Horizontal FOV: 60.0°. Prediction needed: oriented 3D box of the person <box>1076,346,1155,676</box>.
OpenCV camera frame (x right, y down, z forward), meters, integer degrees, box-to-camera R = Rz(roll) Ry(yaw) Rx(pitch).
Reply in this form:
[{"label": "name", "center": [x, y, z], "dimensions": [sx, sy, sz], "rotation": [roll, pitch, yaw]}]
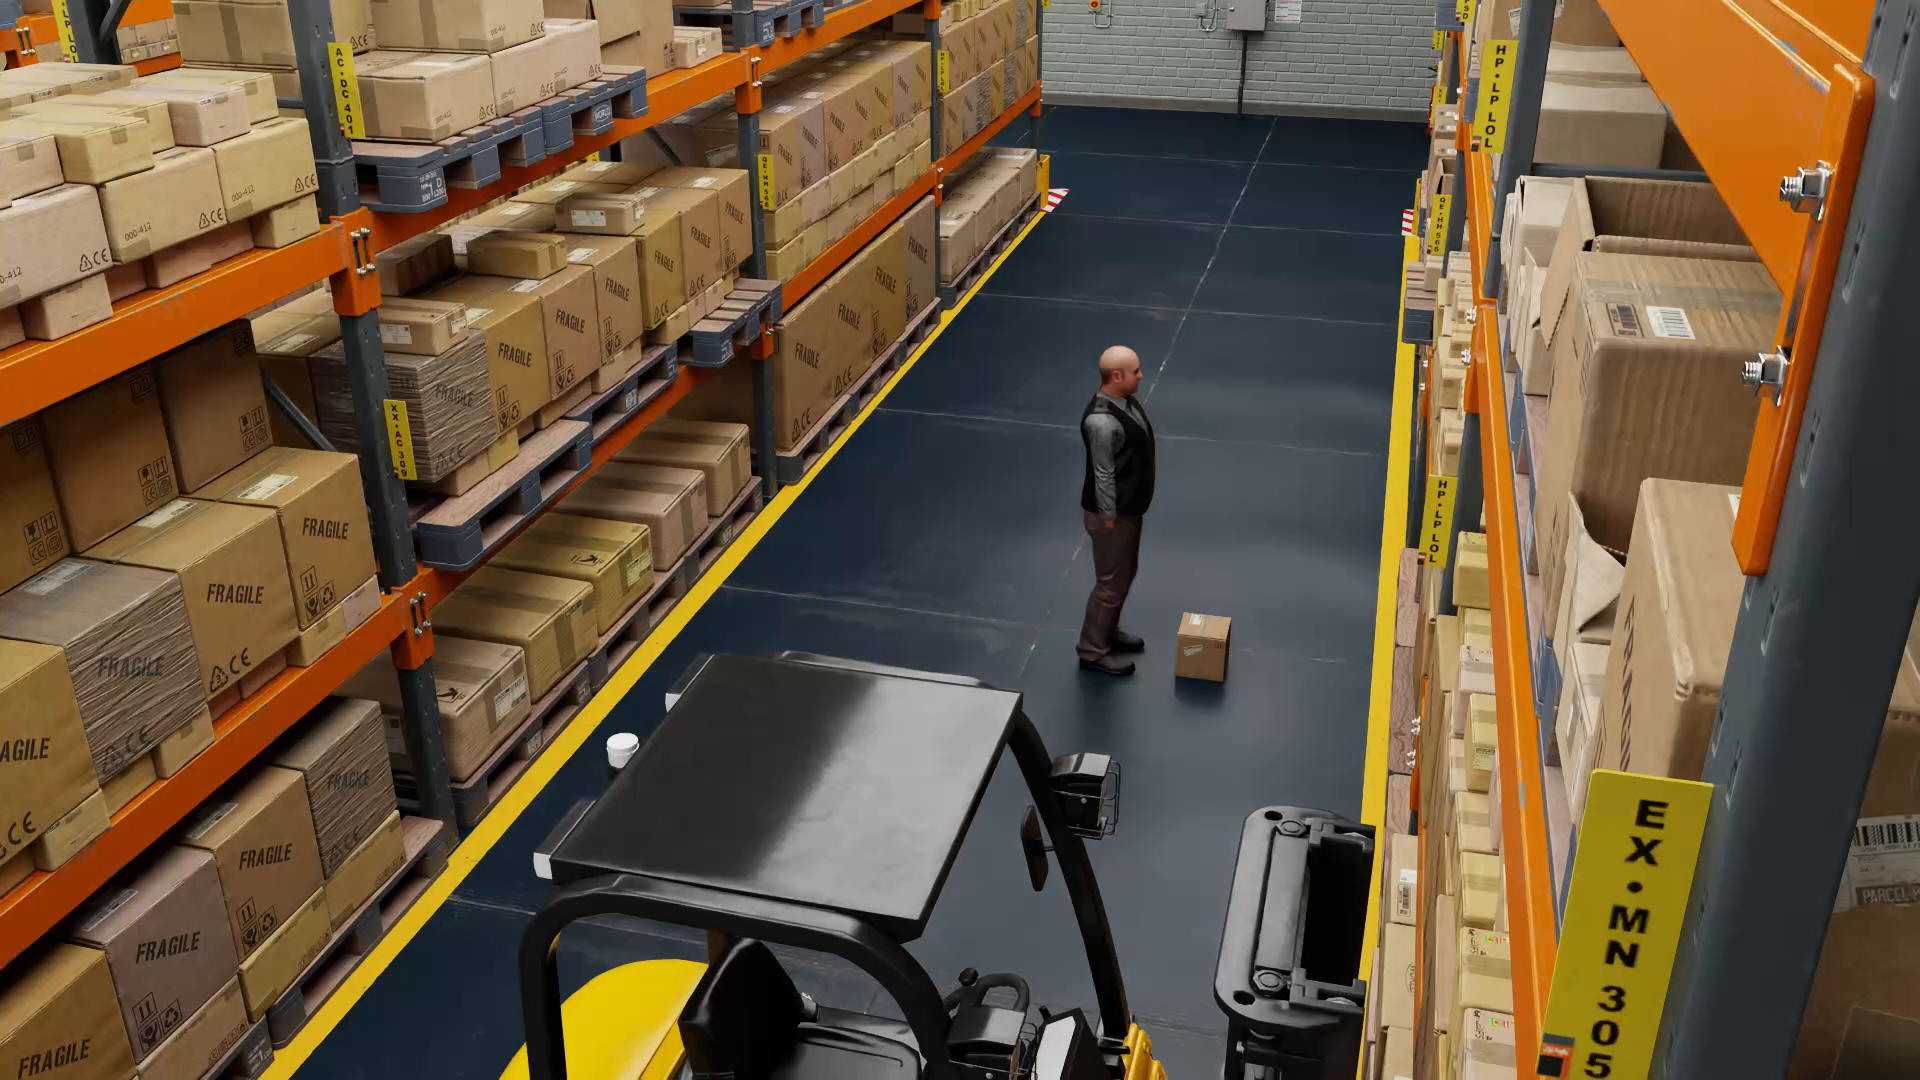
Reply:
[{"label": "person", "center": [0.803, -0.165, 8.496], "dimensions": [0.360, 1.715, 0.532], "rotation": [7, 26, 14]}]
